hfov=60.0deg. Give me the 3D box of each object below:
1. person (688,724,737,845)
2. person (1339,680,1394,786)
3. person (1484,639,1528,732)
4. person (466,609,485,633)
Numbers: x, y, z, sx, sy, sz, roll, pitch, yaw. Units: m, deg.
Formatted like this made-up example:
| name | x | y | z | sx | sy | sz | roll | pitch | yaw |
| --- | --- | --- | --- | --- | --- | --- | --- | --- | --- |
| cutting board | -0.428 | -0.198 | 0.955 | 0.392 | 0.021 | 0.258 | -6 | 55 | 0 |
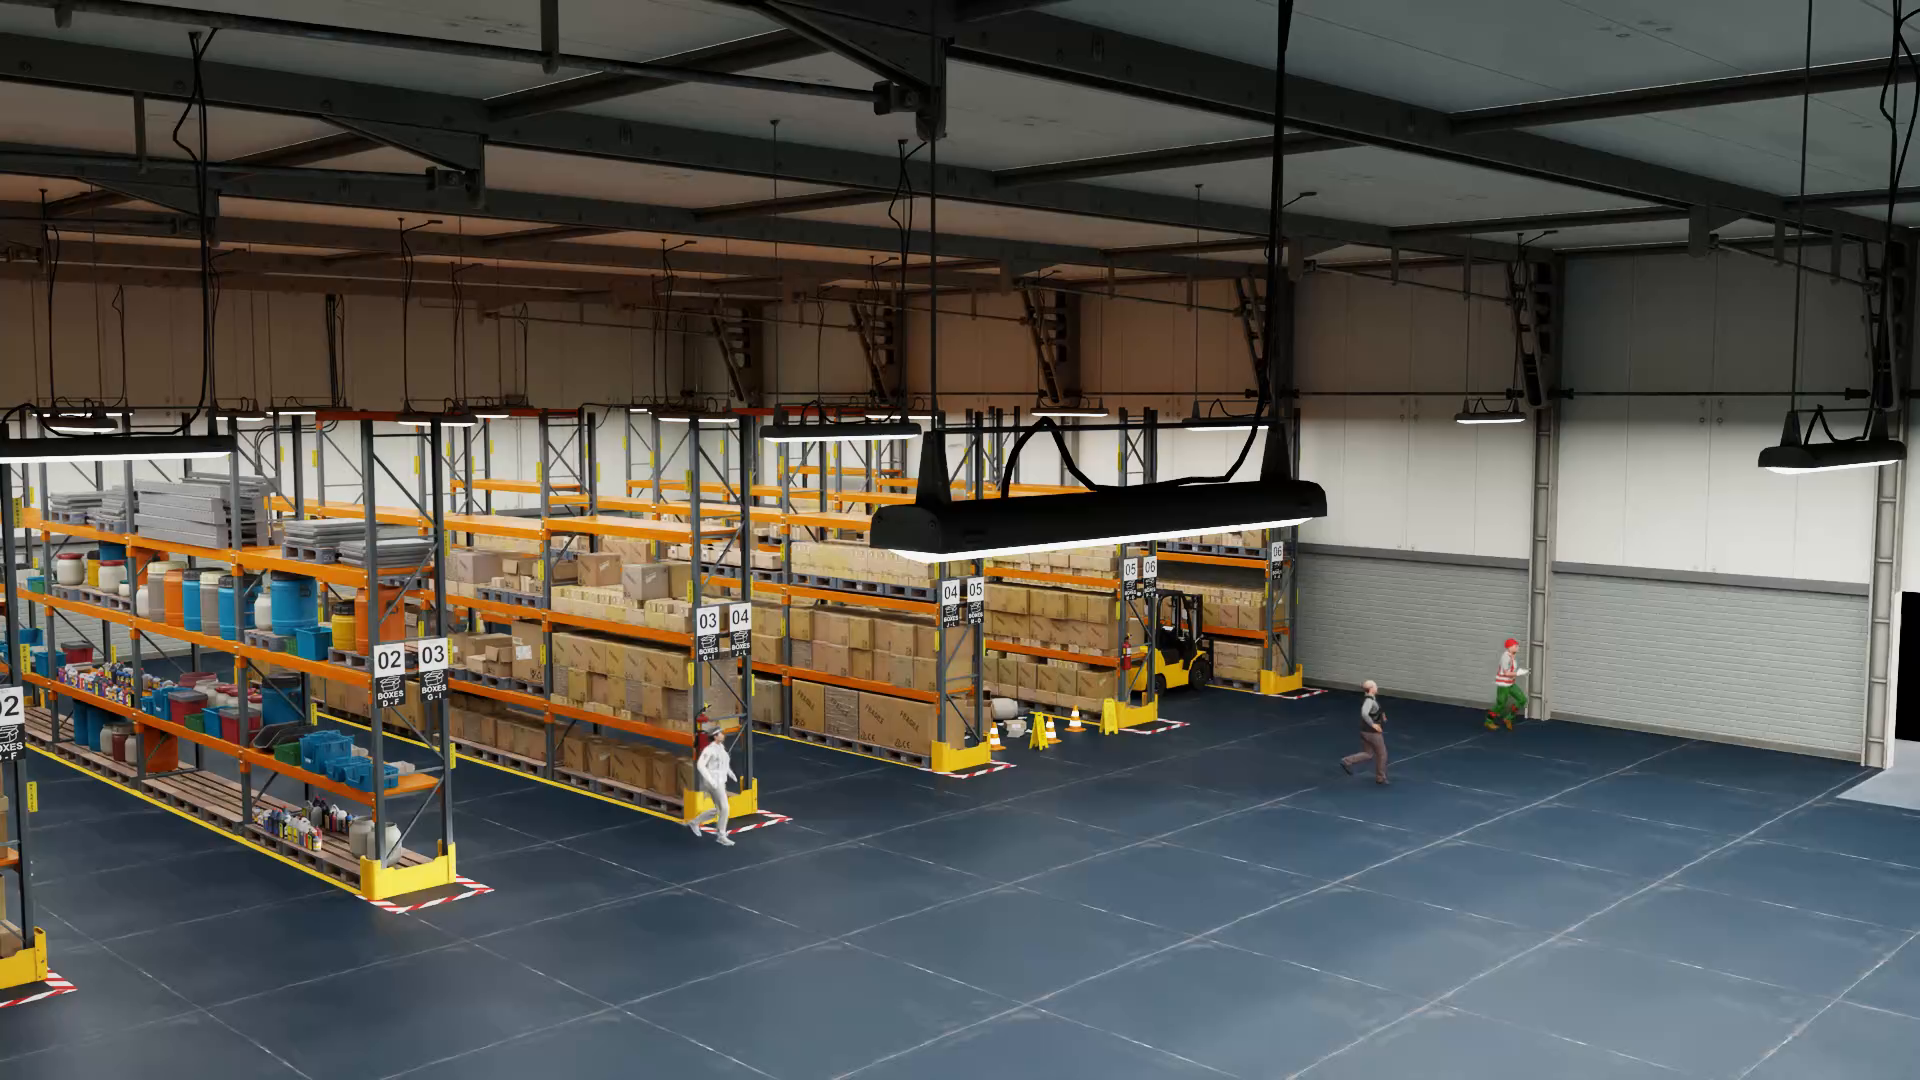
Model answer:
| name | x | y | z | sx | sy | sz | roll | pitch | yaw |
| --- | --- | --- | --- | --- | --- | --- | --- | --- | --- |
| person | -3.472 | 3.439 | 23.479 | 0.682 | 1.677 | 0.655 | 1 | 5 | 11 |
| person | 6.585 | 3.116 | 26.838 | 0.868 | 1.720 | 0.662 | 0 | 5 | -2 |
| person | 10.177 | 2.695 | 30.949 | 0.803 | 1.751 | 0.696 | 3 | 6 | 34 |
| person | -10.408 | 2.329 | 35.735 | 0.531 | 1.700 | 0.882 | -5 | 7 | -42 |
